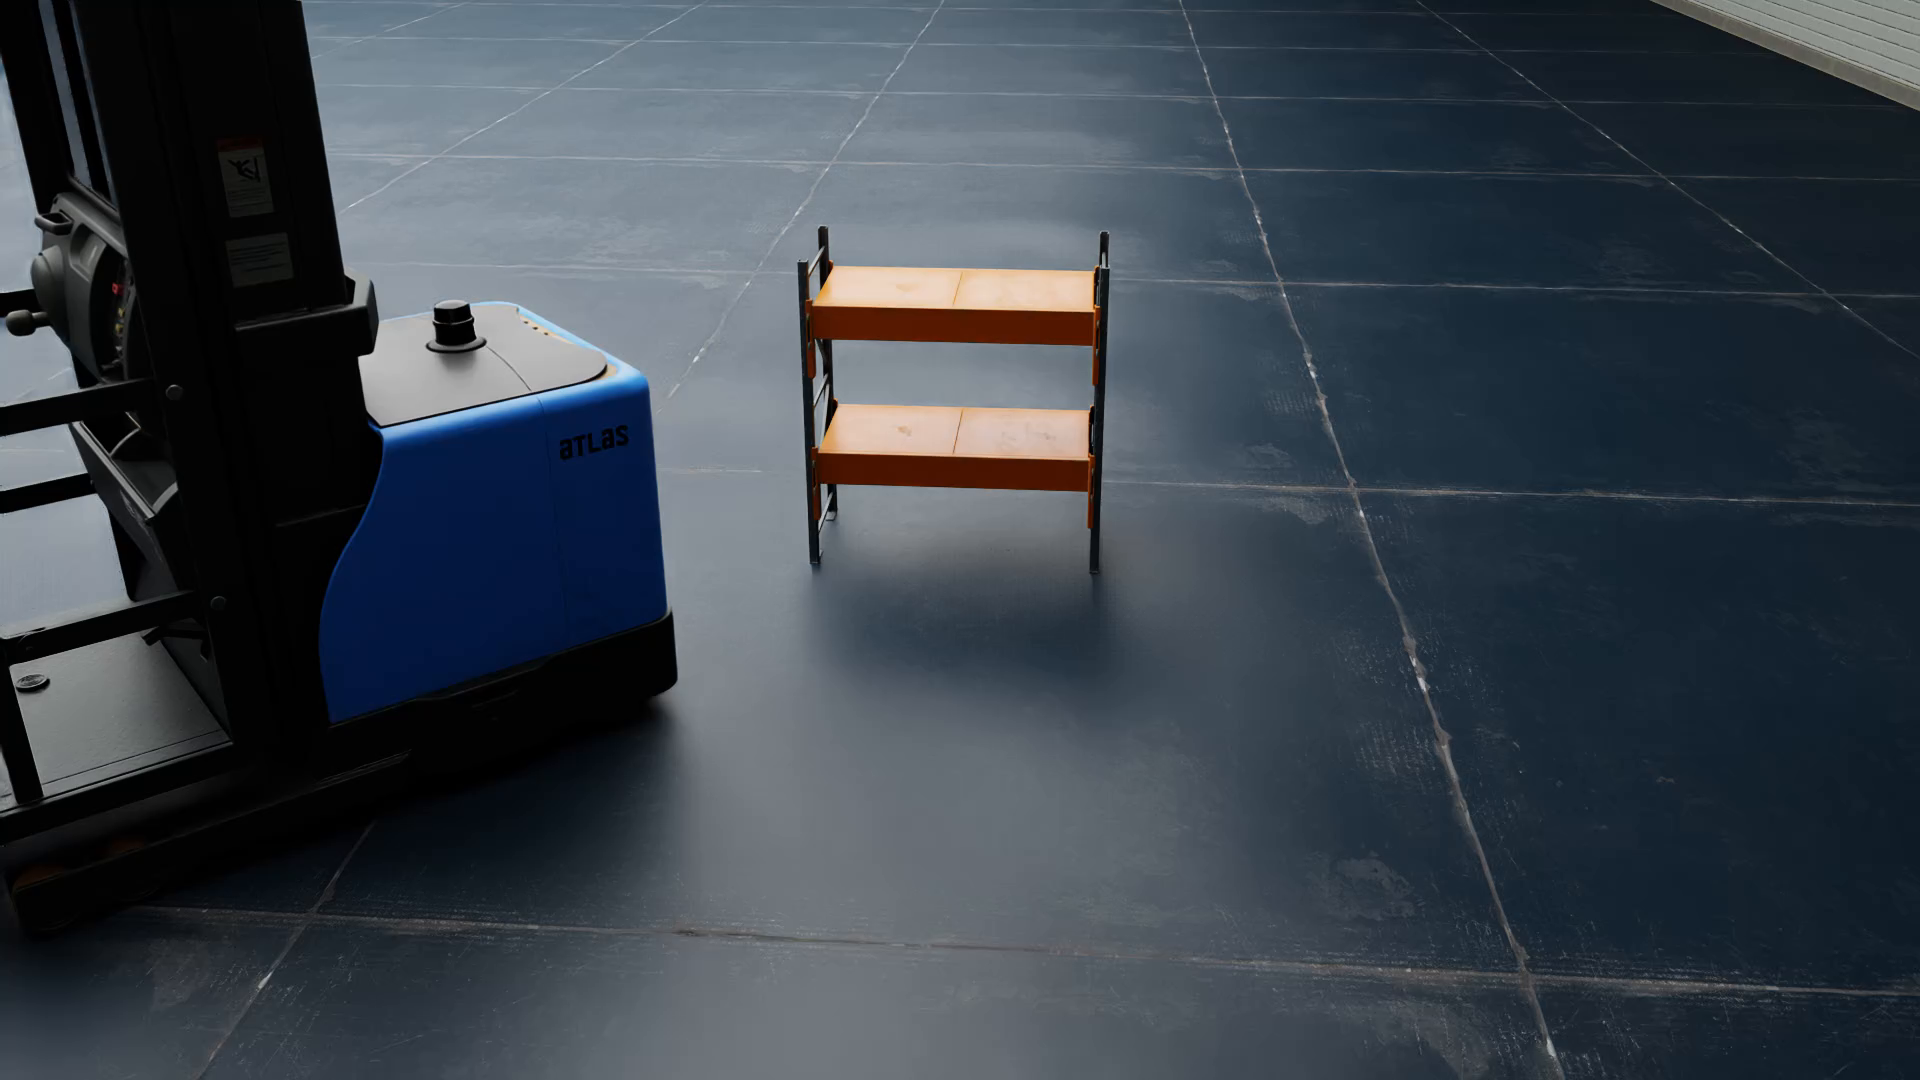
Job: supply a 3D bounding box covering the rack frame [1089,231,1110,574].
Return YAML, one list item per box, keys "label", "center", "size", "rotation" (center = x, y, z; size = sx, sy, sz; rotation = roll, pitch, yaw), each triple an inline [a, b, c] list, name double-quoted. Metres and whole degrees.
- label: "rack frame"
  center: [0.500, -0.495, 5.980]
  size: [0.032, 1.125, 0.500]
  rotation: [2, 25, 4]

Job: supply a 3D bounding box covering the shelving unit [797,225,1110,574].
- label: "shelving unit"
  center: [-0.007, -0.511, 6.015]
  size: [1.048, 1.125, 0.538]
  rotation: [2, 25, 4]

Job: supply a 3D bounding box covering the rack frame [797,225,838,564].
- label: "rack frame"
  center: [-0.514, -0.527, 6.051]
  size: [0.032, 1.125, 0.500]
  rotation: [2, 25, 4]

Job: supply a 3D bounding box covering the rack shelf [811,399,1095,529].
- label: "rack shelf"
  center: [-0.007, -0.289, 6.118]
  size: [1.000, 0.278, 0.538]
  rotation: [2, 25, 4]

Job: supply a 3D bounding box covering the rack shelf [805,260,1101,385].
- label: "rack shelf"
  center: [-0.007, -0.777, 5.893]
  size: [1.000, 0.278, 0.538]
  rotation: [2, 25, 4]

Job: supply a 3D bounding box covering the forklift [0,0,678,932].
- label: "forklift"
  center: [-2.349, -0.611, 4.071]
  size: [3.031, 2.935, 1.130]
  rotation: [-18, 30, -34]
